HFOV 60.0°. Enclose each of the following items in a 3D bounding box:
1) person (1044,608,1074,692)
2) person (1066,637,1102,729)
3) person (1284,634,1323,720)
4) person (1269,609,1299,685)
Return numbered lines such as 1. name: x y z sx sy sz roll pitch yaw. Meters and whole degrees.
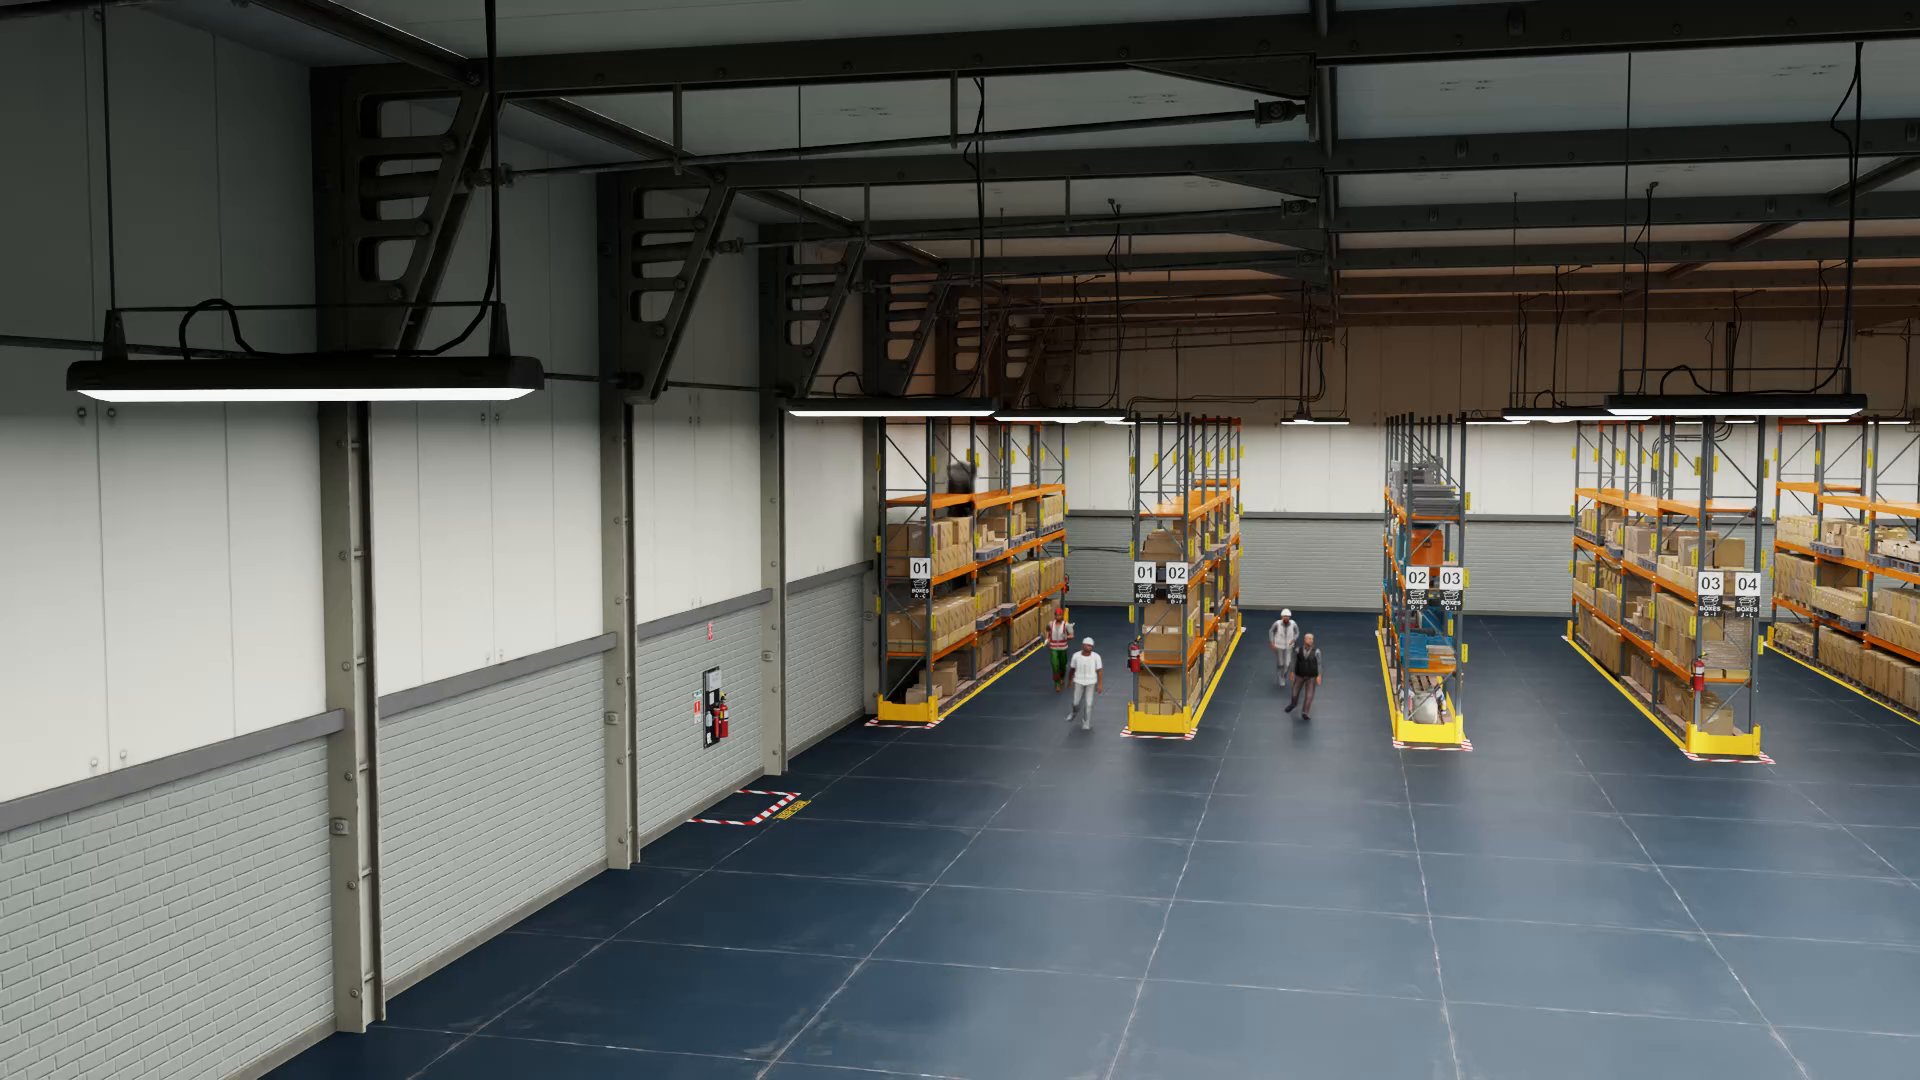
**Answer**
1. person: 2.147 2.361 36.064 0.656 1.769 0.989 0 4 5
2. person: 2.354 2.698 31.491 0.677 1.742 0.551 0 4 4
3. person: 6.743 2.670 32.635 0.757 1.686 0.555 1 4 18
4. person: 7.212 2.373 36.963 0.627 1.706 0.696 0 4 -4
